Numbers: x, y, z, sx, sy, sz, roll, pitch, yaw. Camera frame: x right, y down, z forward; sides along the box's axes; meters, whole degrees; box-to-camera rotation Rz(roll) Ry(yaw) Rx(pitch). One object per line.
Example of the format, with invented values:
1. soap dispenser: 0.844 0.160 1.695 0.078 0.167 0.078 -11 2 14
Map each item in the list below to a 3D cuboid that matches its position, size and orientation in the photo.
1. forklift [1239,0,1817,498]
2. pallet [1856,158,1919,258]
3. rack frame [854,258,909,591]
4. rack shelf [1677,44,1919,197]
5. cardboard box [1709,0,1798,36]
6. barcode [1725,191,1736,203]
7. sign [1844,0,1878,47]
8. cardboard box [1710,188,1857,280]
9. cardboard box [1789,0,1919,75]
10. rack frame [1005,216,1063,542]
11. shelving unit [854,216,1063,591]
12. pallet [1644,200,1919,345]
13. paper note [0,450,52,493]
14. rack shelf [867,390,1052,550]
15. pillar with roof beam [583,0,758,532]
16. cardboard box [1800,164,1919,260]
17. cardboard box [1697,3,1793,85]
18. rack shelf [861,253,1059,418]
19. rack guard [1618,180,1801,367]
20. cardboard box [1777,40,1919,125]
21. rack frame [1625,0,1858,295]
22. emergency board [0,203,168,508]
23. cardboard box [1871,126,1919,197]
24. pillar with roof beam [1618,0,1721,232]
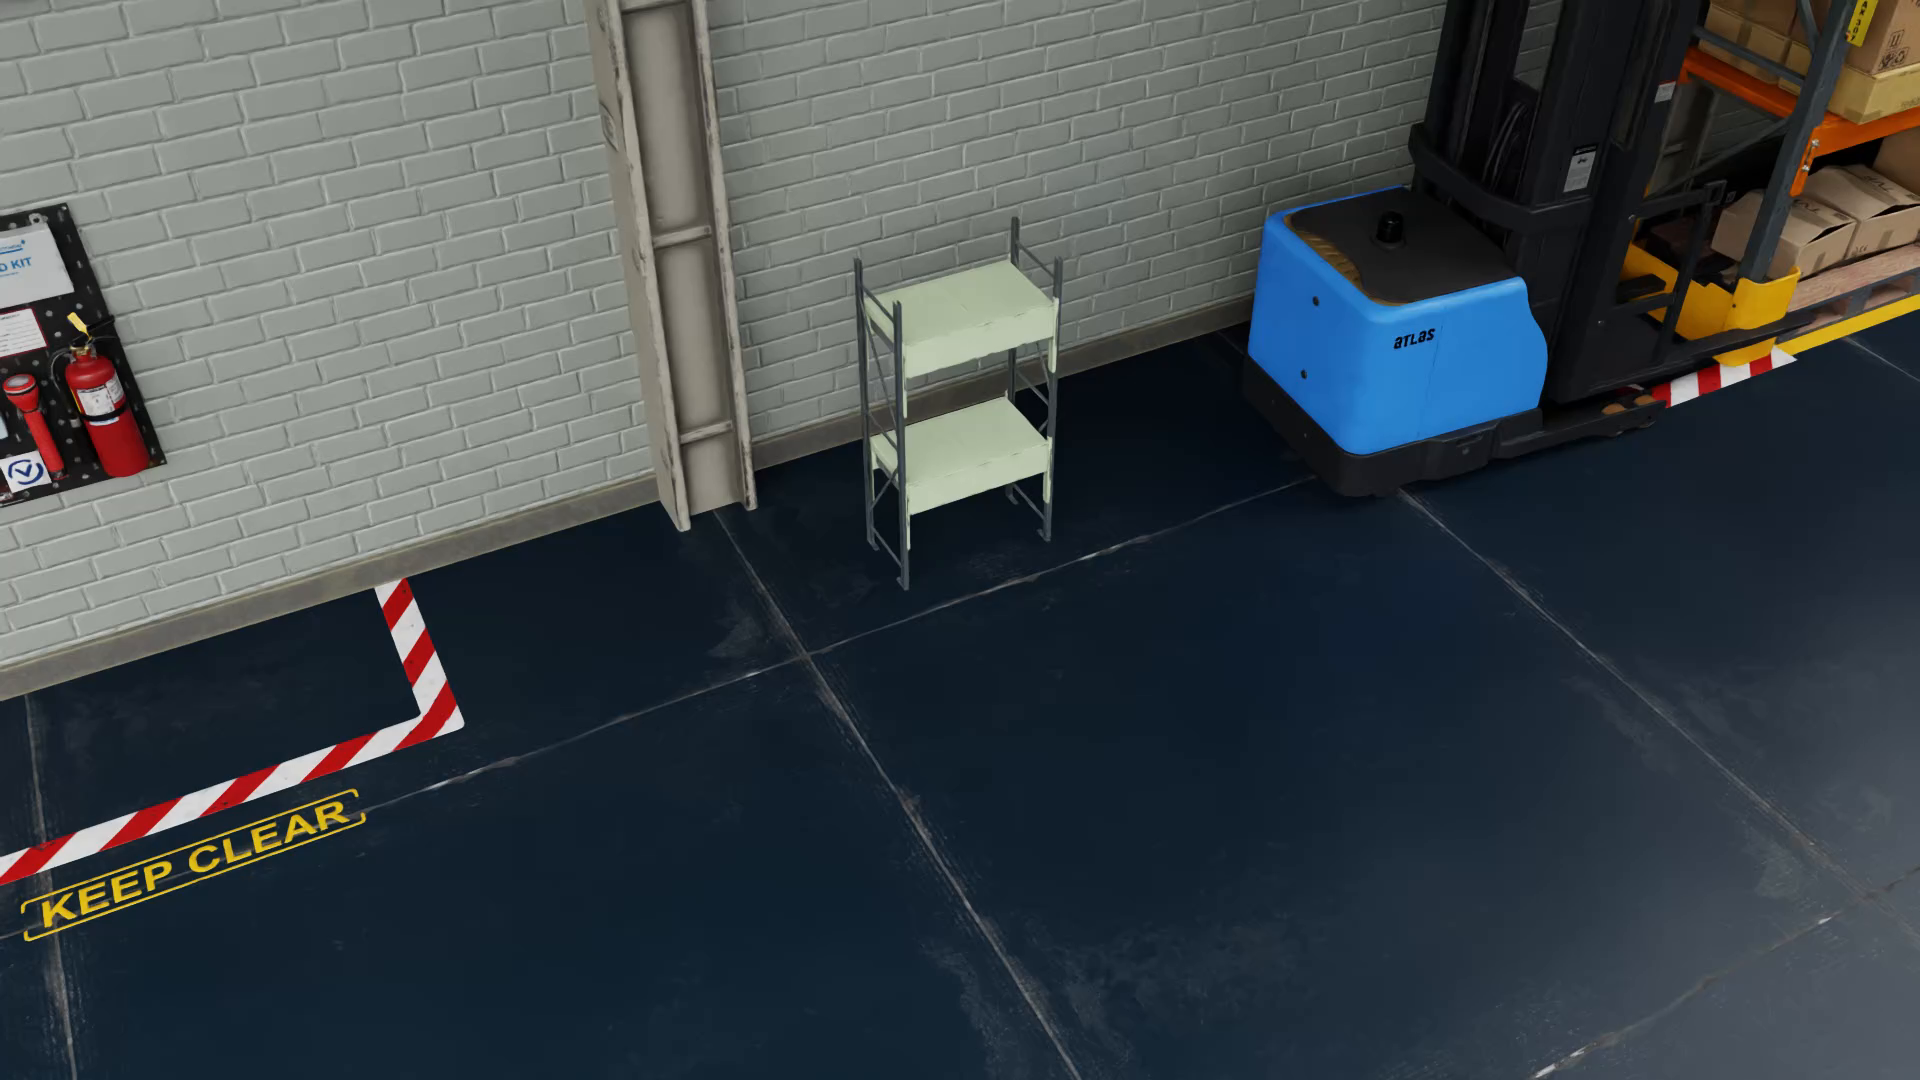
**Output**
1. forklift: 3.000 -1.937 7.759 3.031 2.935 1.130 -15 43 -17
2. pallet: 5.779 -1.957 9.887 1.213 0.211 1.003 -19 44 -21
3. rack frame: -0.331 -0.461 7.123 0.023 1.500 0.400 -19 44 -21
4. rack shelf: 5.668 -2.737 9.207 4.000 0.370 1.077 -19 44 -21
5. cardboard box: 4.214 -2.914 8.379 0.500 0.500 0.500 -19 44 -21
6. barcode: 4.381 -1.949 9.453 0.075 0.075 0.001 -19 44 -21
7. sign: 4.145 -2.434 7.623 0.005 0.325 0.100 -19 44 -21
8. cardboard box: 4.549 -1.711 9.179 0.500 0.311 0.500 -24 46 -25
9. cardboard box: 4.457 -2.621 8.034 0.500 0.500 0.500 -19 44 -21
10. rack frame: 0.319 -0.680 7.381 0.023 1.500 0.400 -19 44 -21
11. shelving unit: -0.006 -0.570 7.252 0.755 1.500 0.431 -19 44 -21
12. pallet: 4.699 -1.595 9.460 1.213 0.211 1.003 -19 44 -21
13. paper note: -3.604 -0.263 6.410 0.142 0.148 0.016 -19 44 -21
14. rack shelf: -0.006 -0.322 7.463 0.720 0.370 0.431 -19 44 -21
15. pillar with roof beam: 0.783 -1.151 2.134 0.400 9.000 9.100 -19 44 -21
16. cardboard box: 5.055 -1.881 9.380 0.500 0.311 0.500 -15 43 -17
17. cardboard box: 4.219 -2.615 8.608 0.500 0.250 0.500 -18 43 -20
18. rack shelf: -0.006 -0.868 7.000 0.720 0.370 0.431 -19 44 -21
19. rack guard: 3.962 -1.483 9.104 0.348 0.500 1.175 -19 44 -21
20. cardboard box: 4.474 -2.329 8.269 0.500 0.250 0.500 -20 44 -22
21. rack frame: 3.894 -2.414 8.270 0.127 3.000 1.000 -19 44 -21
22. emergency board: -3.415 -0.613 6.141 0.643 1.169 0.194 -19 44 -21
23. cardboard box: 5.729 -2.144 9.544 0.500 0.500 0.700 -21 45 -23
24. pillar with roof beam: 6.104 -2.942 4.249 0.400 9.000 9.100 -19 44 -21
